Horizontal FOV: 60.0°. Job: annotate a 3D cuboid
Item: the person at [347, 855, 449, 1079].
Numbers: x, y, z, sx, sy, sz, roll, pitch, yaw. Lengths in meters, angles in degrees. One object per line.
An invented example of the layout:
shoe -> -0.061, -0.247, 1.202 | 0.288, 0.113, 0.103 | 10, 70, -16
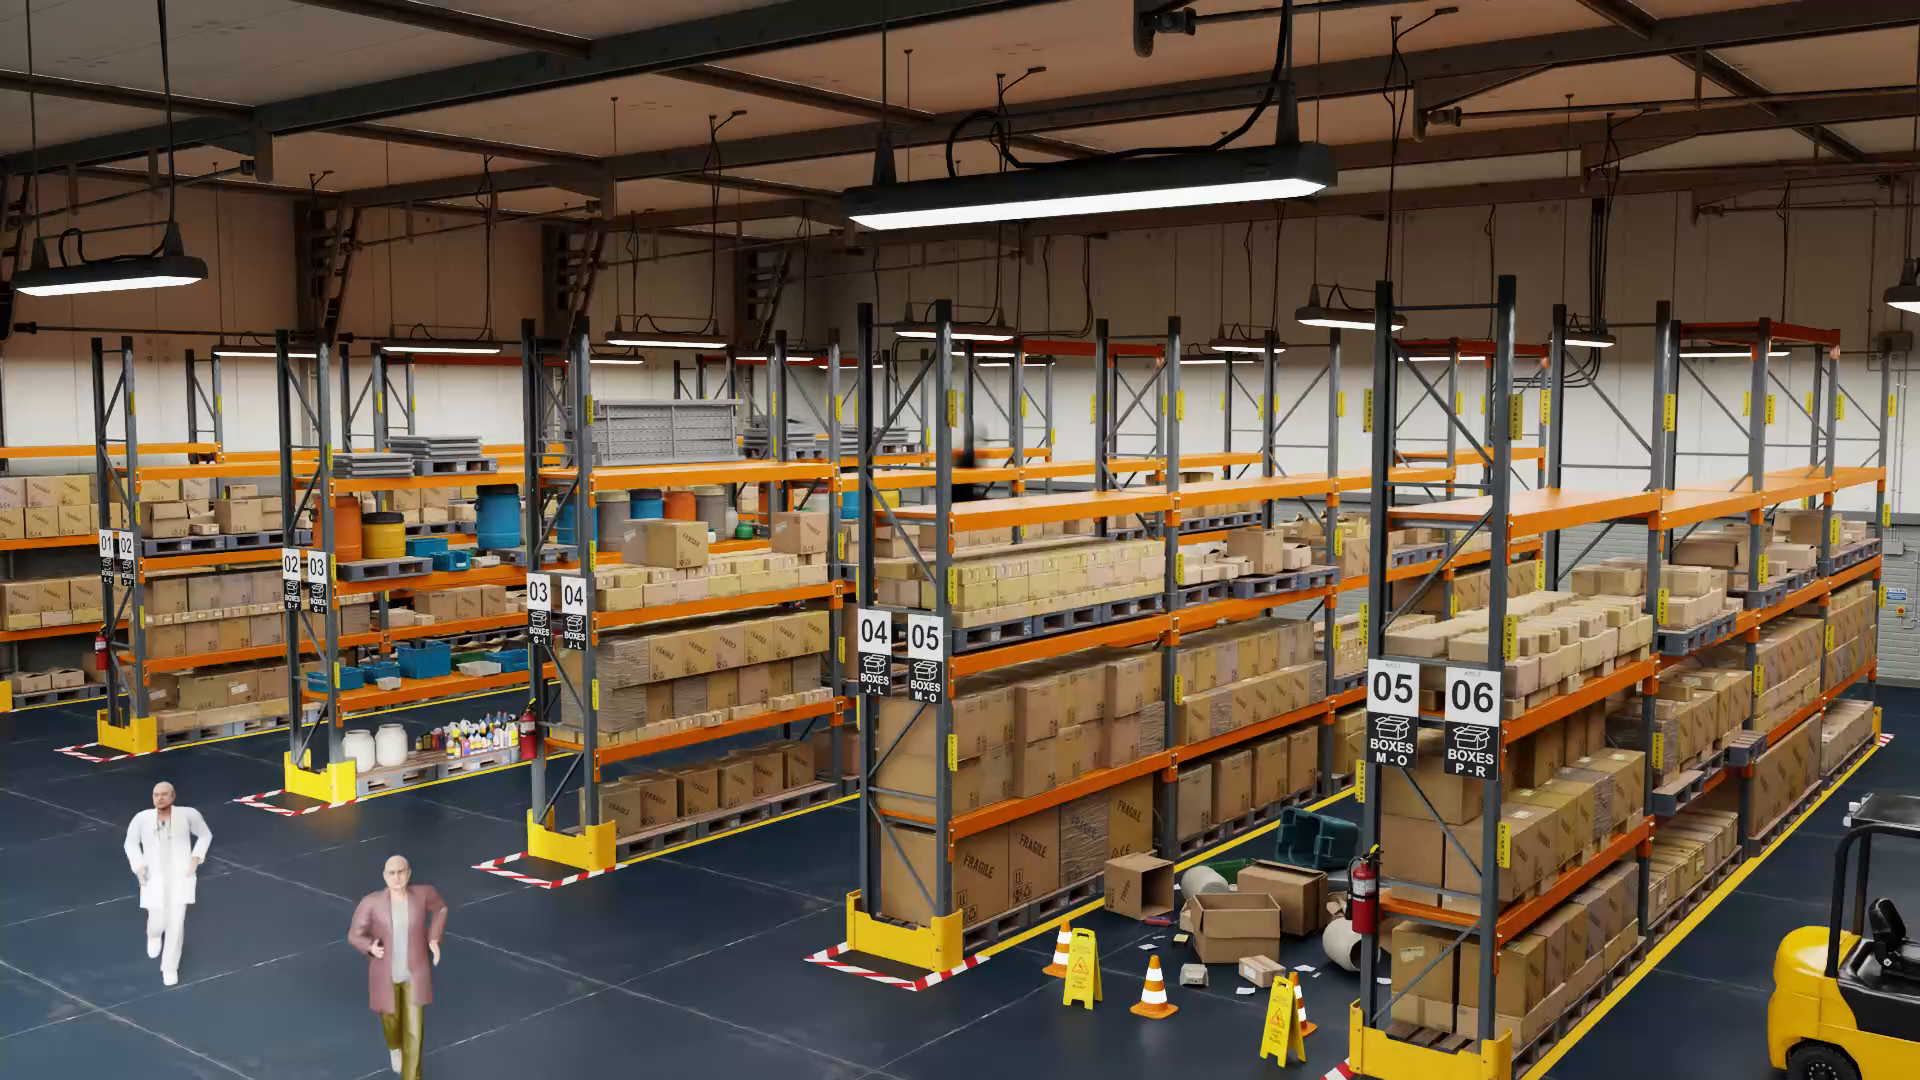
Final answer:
person -> -4.113, 3.196, 12.218 | 0.710, 1.781, 1.049 | -2, 5, -18

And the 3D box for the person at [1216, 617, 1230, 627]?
person -> 4.128, 2.037, 26.339 | 0.561, 1.681, 0.599 | 3, 6, 29

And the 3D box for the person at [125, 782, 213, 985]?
person -> -7.060, 3.013, 14.864 | 0.712, 1.761, 0.743 | -2, 5, -21
